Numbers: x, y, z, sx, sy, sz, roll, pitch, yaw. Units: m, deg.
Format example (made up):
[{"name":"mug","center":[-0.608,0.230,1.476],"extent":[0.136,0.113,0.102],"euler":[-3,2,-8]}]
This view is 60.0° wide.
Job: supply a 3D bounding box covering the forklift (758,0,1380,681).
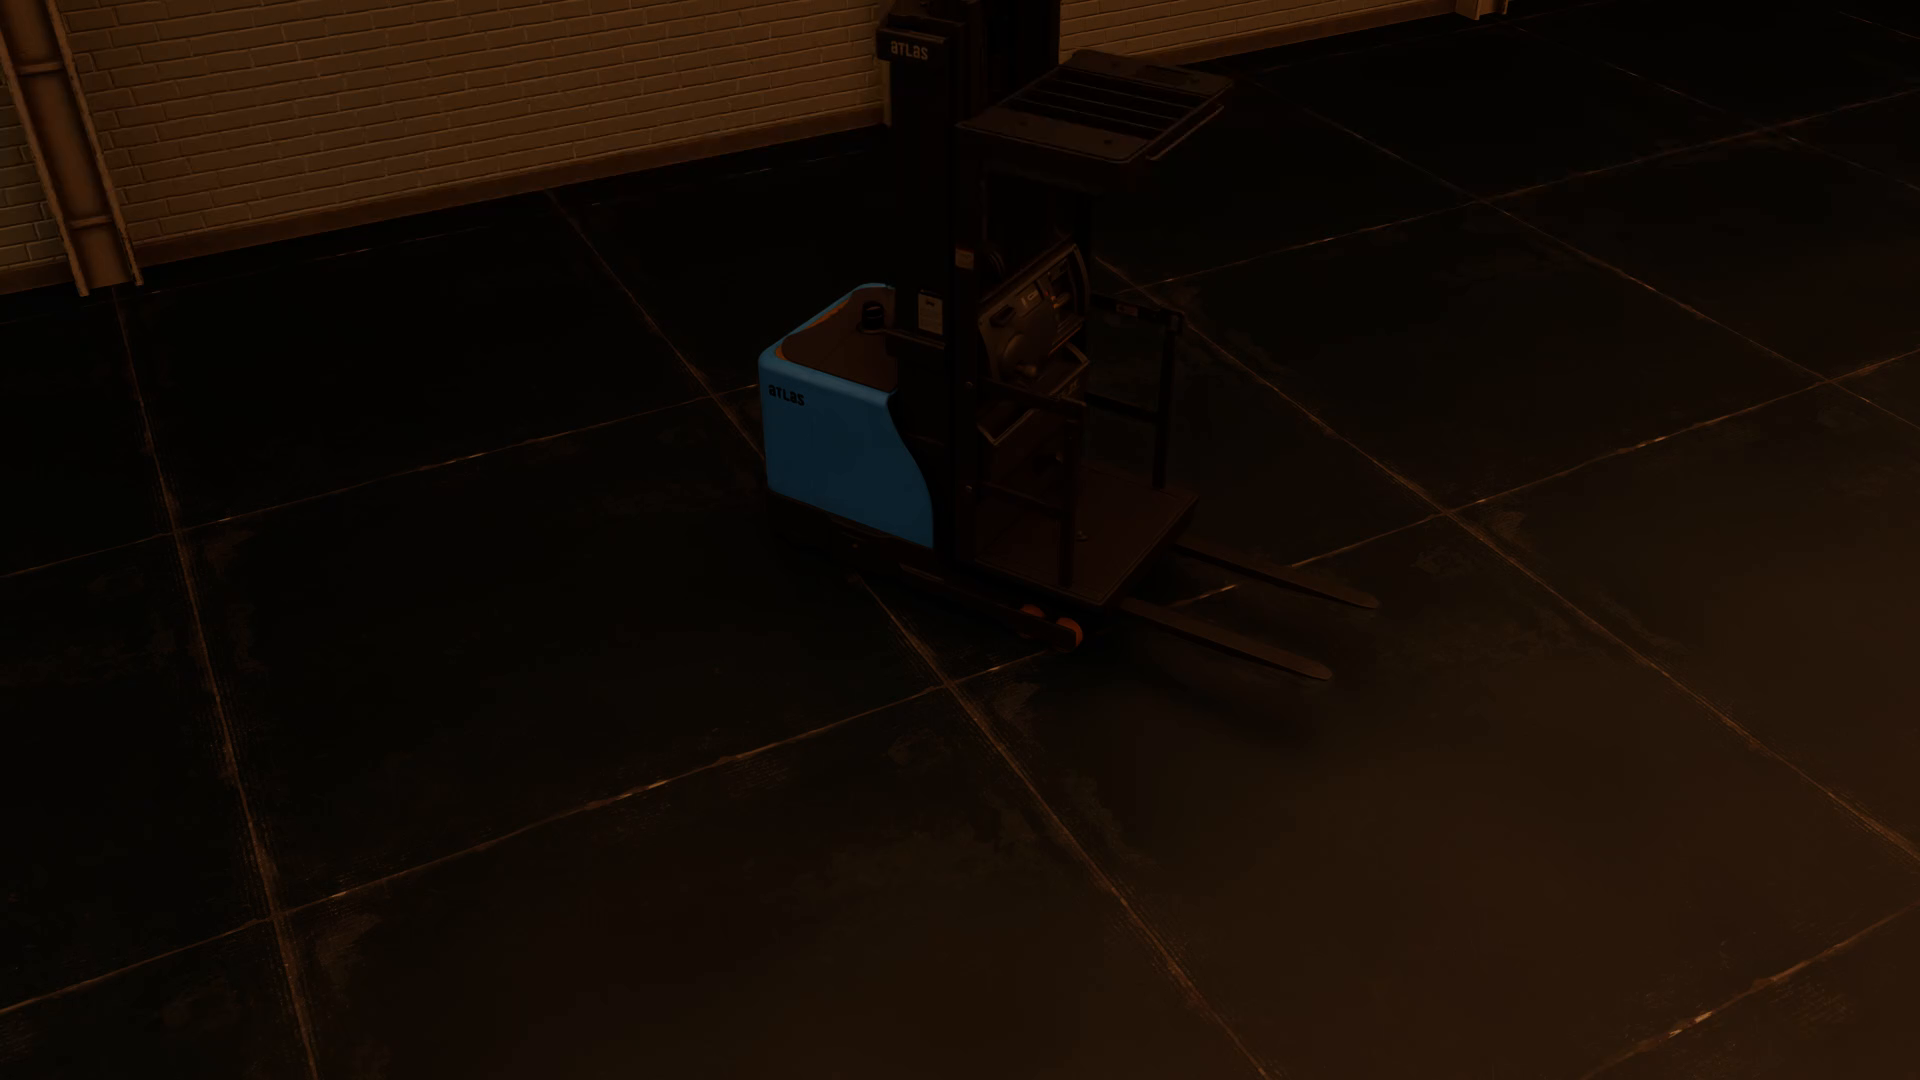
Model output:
[{"name":"forklift","center":[0.521,-1.013,7.556],"extent":[3.031,2.935,1.130],"euler":[19,40,25]}]
